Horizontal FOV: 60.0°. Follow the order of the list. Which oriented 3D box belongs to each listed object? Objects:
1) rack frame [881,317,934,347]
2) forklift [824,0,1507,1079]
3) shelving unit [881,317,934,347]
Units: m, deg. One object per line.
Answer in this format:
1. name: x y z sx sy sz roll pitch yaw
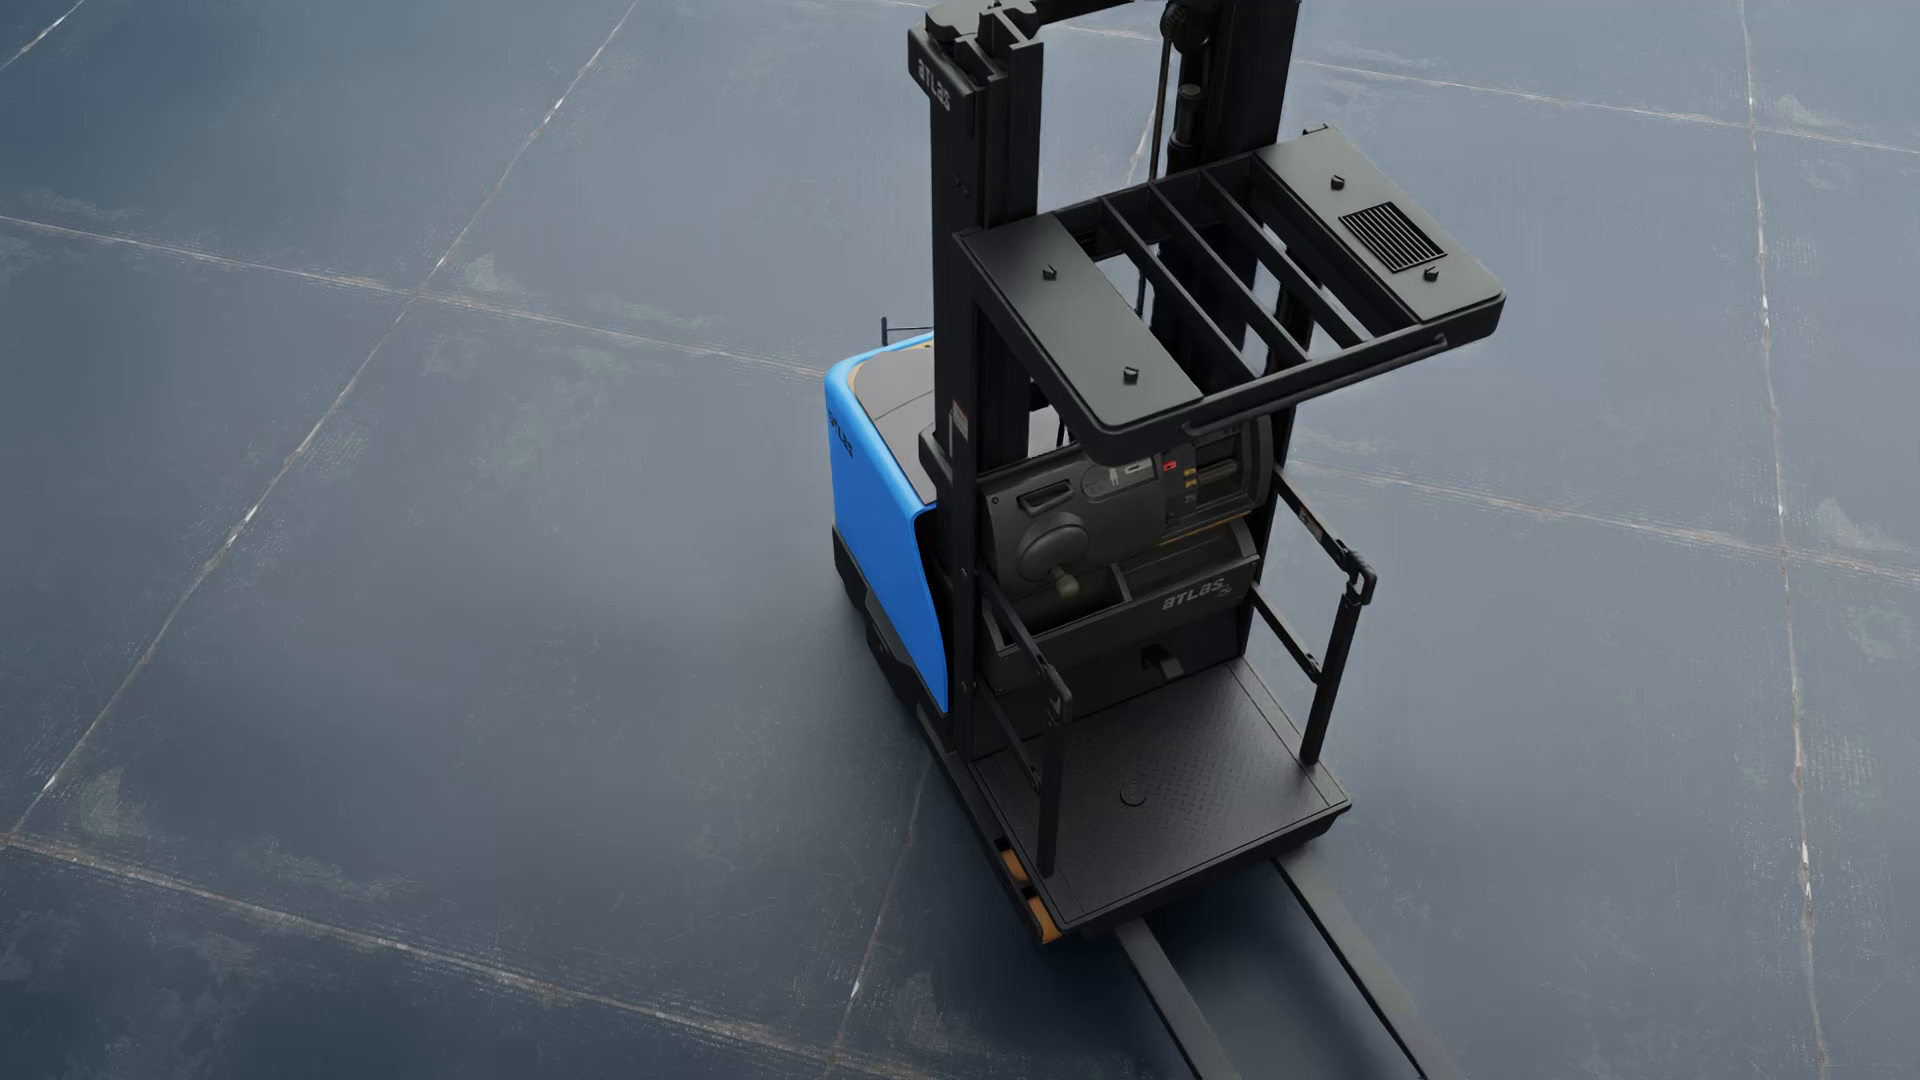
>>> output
1. rack frame: -0.175 -0.539 6.544 0.240 0.900 0.006 -3 49 -3
2. forklift: 0.600 -0.024 4.735 1.130 2.935 3.031 -20 51 -17
3. shelving unit: -0.168 -0.463 6.477 0.258 0.900 0.210 -3 49 -3
